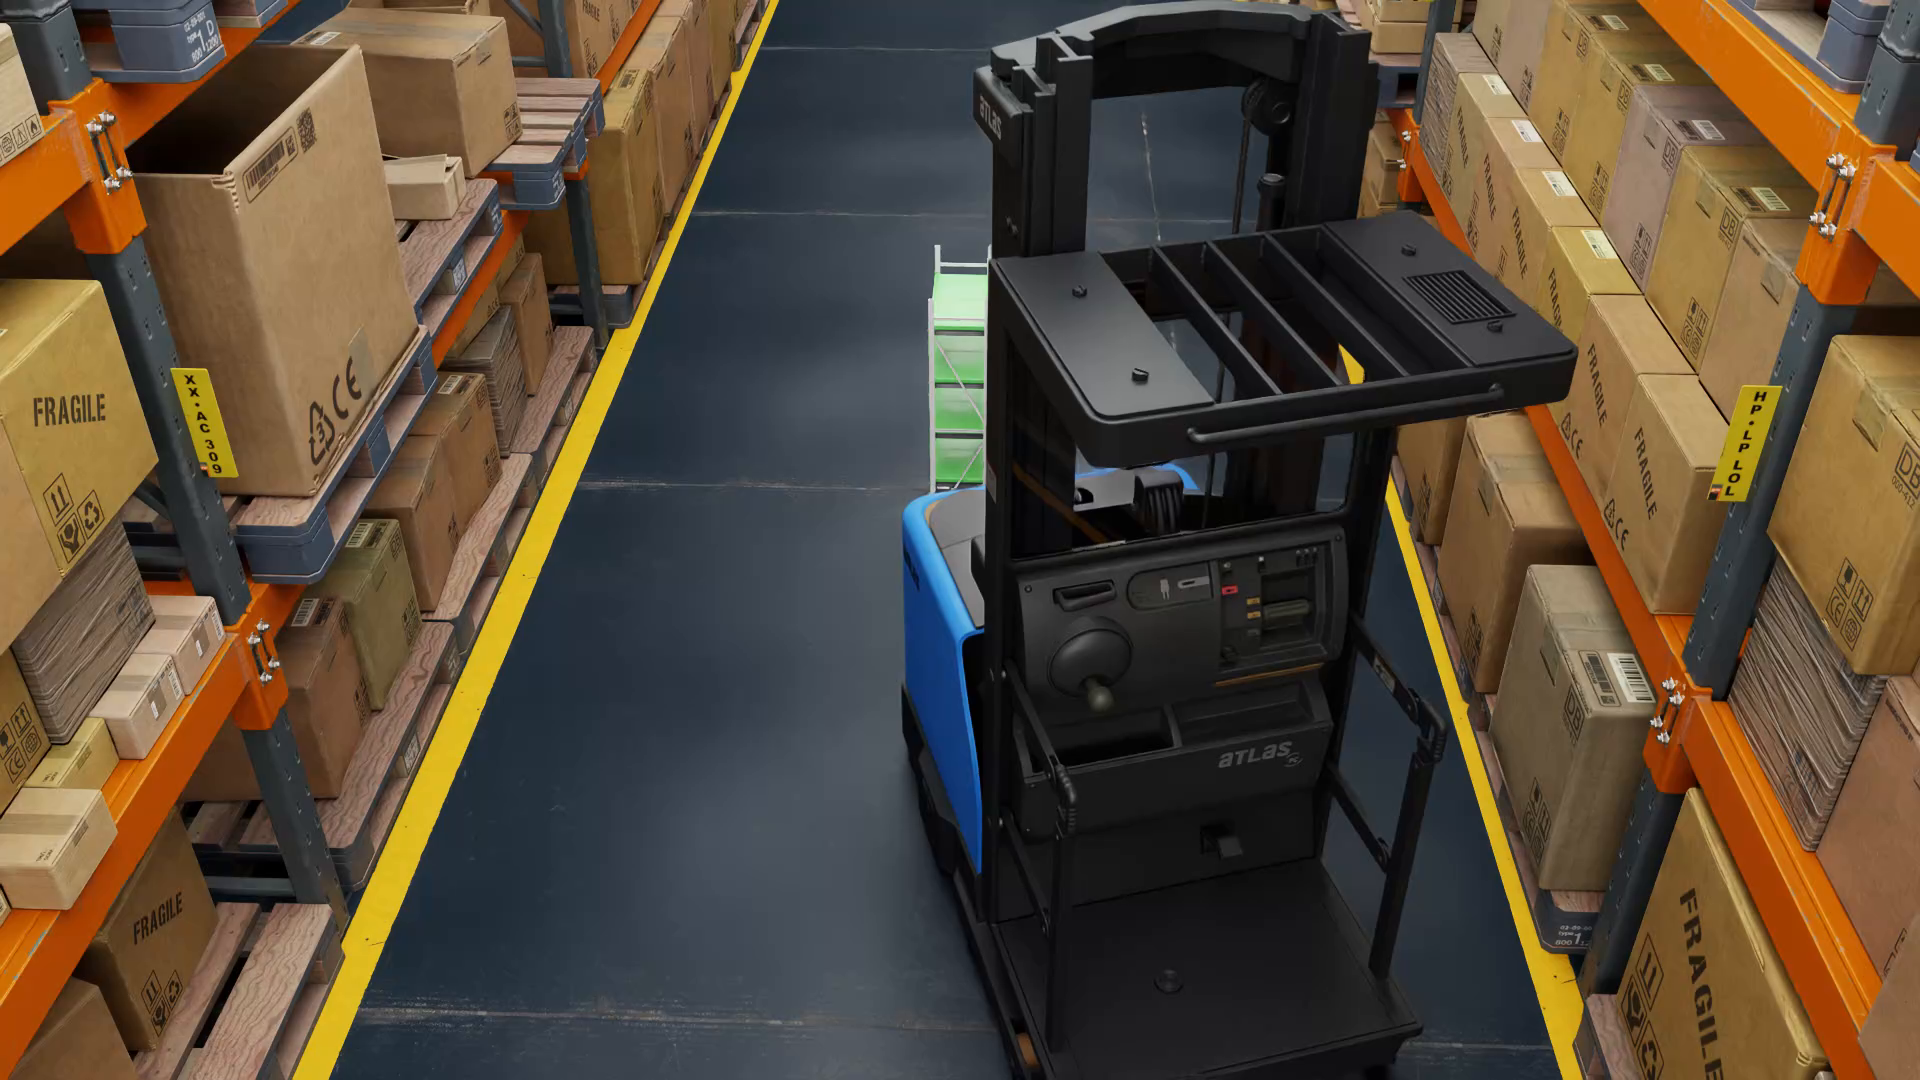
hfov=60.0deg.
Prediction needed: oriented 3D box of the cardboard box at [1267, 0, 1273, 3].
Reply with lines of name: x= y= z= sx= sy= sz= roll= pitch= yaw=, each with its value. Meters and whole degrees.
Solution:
cardboard box: x=2.454 y=-4.005 z=12.195 sx=0.380 sy=0.149 sz=0.250 roll=0 pitch=35 yaw=0

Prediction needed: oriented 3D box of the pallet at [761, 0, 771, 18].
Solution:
pallet: x=-2.029 y=-4.549 z=13.539 sx=1.003 sy=0.211 sz=1.213 roll=1 pitch=35 yaw=2

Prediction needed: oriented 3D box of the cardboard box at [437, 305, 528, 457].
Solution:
cardboard box: x=-2.361 y=-0.706 z=7.438 sx=0.700 sy=0.500 sz=0.500 roll=-1 pitch=35 yaw=-2

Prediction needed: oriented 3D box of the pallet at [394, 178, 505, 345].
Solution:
pallet: x=-2.383 y=-1.037 z=6.283 sx=1.003 sy=0.211 sz=1.213 roll=1 pitch=35 yaw=2

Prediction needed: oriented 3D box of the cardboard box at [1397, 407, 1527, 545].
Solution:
cardboard box: x=2.461 y=-0.482 z=6.919 sx=1.050 sy=0.750 sz=0.750 roll=2 pitch=35 yaw=3

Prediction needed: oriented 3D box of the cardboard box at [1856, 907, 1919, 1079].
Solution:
cardboard box: x=2.305 y=0.992 z=3.099 sx=0.875 sy=0.550 sz=0.550 roll=1 pitch=35 yaw=2

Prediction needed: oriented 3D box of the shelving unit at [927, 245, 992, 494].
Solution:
shelving unit: x=0.007 y=-0.586 z=7.040 sx=0.258 sy=1.200 sz=0.503 roll=1 pitch=35 yaw=2

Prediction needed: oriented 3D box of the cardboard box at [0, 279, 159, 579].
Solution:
cardboard box: x=-2.249 y=-0.262 z=3.799 sx=0.500 sy=0.500 sz=0.500 roll=1 pitch=35 yaw=2

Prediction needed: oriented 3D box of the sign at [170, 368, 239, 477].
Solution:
sign: x=-1.963 y=-0.301 z=4.317 sx=0.100 sy=0.325 sz=0.005 roll=1 pitch=35 yaw=2

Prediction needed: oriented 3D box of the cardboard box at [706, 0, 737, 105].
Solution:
cardboard box: x=-2.190 y=-3.486 z=11.084 sx=1.225 sy=0.875 sz=0.875 roll=1 pitch=35 yaw=2

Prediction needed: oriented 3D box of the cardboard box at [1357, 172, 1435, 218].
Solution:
cardboard box: x=2.372 y=-1.614 z=8.747 sx=0.500 sy=0.500 sz=0.500 roll=1 pitch=35 yaw=2

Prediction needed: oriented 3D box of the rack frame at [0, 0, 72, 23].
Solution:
rack frame: x=-2.505 y=-2.410 z=2.853 sx=1.000 sy=3.000 sz=0.127 roll=1 pitch=35 yaw=2

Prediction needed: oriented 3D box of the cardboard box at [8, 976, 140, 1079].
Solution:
cardboard box: x=-2.577 y=1.454 z=4.382 sx=0.500 sy=0.500 sz=0.500 roll=12 pitch=37 yaw=17

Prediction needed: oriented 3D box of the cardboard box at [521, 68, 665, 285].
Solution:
cardboard box: x=-2.296 y=-1.952 z=8.901 sx=1.225 sy=0.875 sz=0.875 roll=0 pitch=35 yaw=0

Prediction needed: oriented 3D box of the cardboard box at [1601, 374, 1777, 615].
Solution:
cardboard box: x=2.200 y=-0.130 z=4.739 sx=0.500 sy=0.500 sz=0.500 roll=1 pitch=35 yaw=2

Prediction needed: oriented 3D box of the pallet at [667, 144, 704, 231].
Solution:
pallet: x=-2.186 y=-2.263 z=10.286 sx=1.003 sy=0.211 sz=1.213 roll=1 pitch=35 yaw=2

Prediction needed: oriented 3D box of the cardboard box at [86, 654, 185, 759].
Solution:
cardboard box: x=-2.240 y=0.421 z=4.260 sx=0.380 sy=0.149 sz=0.250 roll=1 pitch=35 yaw=2

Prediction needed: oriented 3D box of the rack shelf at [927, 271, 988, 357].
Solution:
rack shelf: x=0.007 y=-0.926 z=6.801 sx=0.258 sy=0.148 sz=0.480 roll=1 pitch=35 yaw=2

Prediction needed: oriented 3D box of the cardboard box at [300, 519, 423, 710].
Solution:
cardboard box: x=-2.421 y=0.262 z=6.060 sx=0.700 sy=0.500 sz=0.500 roll=1 pitch=35 yaw=2

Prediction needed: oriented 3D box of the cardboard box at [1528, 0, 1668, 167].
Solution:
cardboard box: x=2.542 y=-1.688 z=6.086 sx=0.700 sy=0.500 sz=0.500 roll=1 pitch=35 yaw=1

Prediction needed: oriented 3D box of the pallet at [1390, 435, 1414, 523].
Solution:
pallet: x=2.500 y=-0.489 z=7.762 sx=1.003 sy=0.211 sz=1.213 roll=1 pitch=35 yaw=2

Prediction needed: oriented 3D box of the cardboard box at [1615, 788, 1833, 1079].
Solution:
cardboard box: x=2.351 y=1.275 z=4.310 sx=0.875 sy=0.875 sz=0.875 roll=2 pitch=35 yaw=3

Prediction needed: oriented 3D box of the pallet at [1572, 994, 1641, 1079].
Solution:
pallet: x=2.338 y=1.793 z=4.515 sx=1.003 sy=0.211 sz=1.213 roll=1 pitch=35 yaw=2

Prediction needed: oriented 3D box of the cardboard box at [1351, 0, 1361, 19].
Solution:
cardboard box: x=2.189 y=-2.734 z=8.385 sx=0.380 sy=0.149 sz=0.250 roll=2 pitch=35 yaw=3

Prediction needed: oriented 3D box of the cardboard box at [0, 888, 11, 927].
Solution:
cardboard box: x=-2.350 y=0.850 z=3.650 sx=0.380 sy=0.149 sz=0.250 roll=1 pitch=35 yaw=2

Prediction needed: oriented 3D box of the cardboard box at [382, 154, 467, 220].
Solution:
cardboard box: x=-2.142 y=-1.406 z=6.393 sx=0.396 sy=0.266 sz=0.258 roll=0 pitch=35 yaw=1

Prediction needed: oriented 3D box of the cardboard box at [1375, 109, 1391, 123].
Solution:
cardboard box: x=2.382 y=-2.226 z=8.965 sx=0.500 sy=0.250 sz=0.500 roll=2 pitch=35 yaw=3

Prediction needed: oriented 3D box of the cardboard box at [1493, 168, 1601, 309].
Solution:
cardboard box: x=2.259 y=-1.002 z=5.980 sx=0.500 sy=0.500 sz=0.500 roll=1 pitch=35 yaw=1

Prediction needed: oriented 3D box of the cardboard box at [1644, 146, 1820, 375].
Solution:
cardboard box: x=2.479 y=-0.814 z=4.842 sx=0.700 sy=0.500 sz=0.500 roll=1 pitch=35 yaw=1

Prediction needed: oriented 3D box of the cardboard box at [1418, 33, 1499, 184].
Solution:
cardboard box: x=2.319 y=-1.870 z=7.215 sx=0.500 sy=0.500 sz=0.500 roll=2 pitch=35 yaw=2

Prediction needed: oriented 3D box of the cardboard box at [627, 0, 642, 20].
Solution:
cardboard box: x=-2.018 y=-3.158 z=9.048 sx=0.500 sy=0.500 sz=0.500 roll=1 pitch=35 yaw=1

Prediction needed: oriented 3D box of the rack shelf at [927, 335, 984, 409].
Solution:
rack shelf: x=0.007 y=-0.730 z=6.939 sx=0.258 sy=0.148 sz=0.480 roll=1 pitch=35 yaw=2

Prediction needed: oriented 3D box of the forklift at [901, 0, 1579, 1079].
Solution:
forklift: x=0.667 y=0.279 z=4.304 sx=1.130 sy=2.935 sz=3.031 roll=-9 pitch=36 yaw=-12

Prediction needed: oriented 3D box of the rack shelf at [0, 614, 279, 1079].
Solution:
rack shelf: x=-2.586 y=1.488 z=3.150 sx=1.077 sy=0.370 sz=4.000 roll=1 pitch=35 yaw=2

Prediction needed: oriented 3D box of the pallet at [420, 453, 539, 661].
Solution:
pallet: x=-2.429 y=0.035 z=7.016 sx=1.003 sy=0.211 sz=1.213 roll=1 pitch=35 yaw=2

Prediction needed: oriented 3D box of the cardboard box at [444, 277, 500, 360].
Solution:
cardboard box: x=-2.353 y=-1.027 z=7.242 sx=0.500 sy=0.250 sz=0.500 roll=5 pitch=35 yaw=7

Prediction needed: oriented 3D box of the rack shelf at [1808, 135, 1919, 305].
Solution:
rack shelf: x=2.366 y=0.433 z=2.041 sx=1.077 sy=0.370 sz=4.000 roll=1 pitch=35 yaw=2

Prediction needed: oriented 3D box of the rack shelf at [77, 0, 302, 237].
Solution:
rack shelf: x=-2.425 y=-2.037 z=5.557 sx=1.077 sy=0.370 sz=4.000 roll=1 pitch=35 yaw=2

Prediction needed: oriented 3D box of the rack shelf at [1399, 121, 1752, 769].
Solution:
rack shelf: x=2.527 y=-0.637 z=6.174 sx=1.077 sy=0.370 sz=4.000 roll=1 pitch=35 yaw=2

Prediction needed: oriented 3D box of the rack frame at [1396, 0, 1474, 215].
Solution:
rack frame: x=2.607 y=-2.081 z=7.602 sx=1.000 sy=3.000 sz=0.127 roll=1 pitch=35 yaw=2
